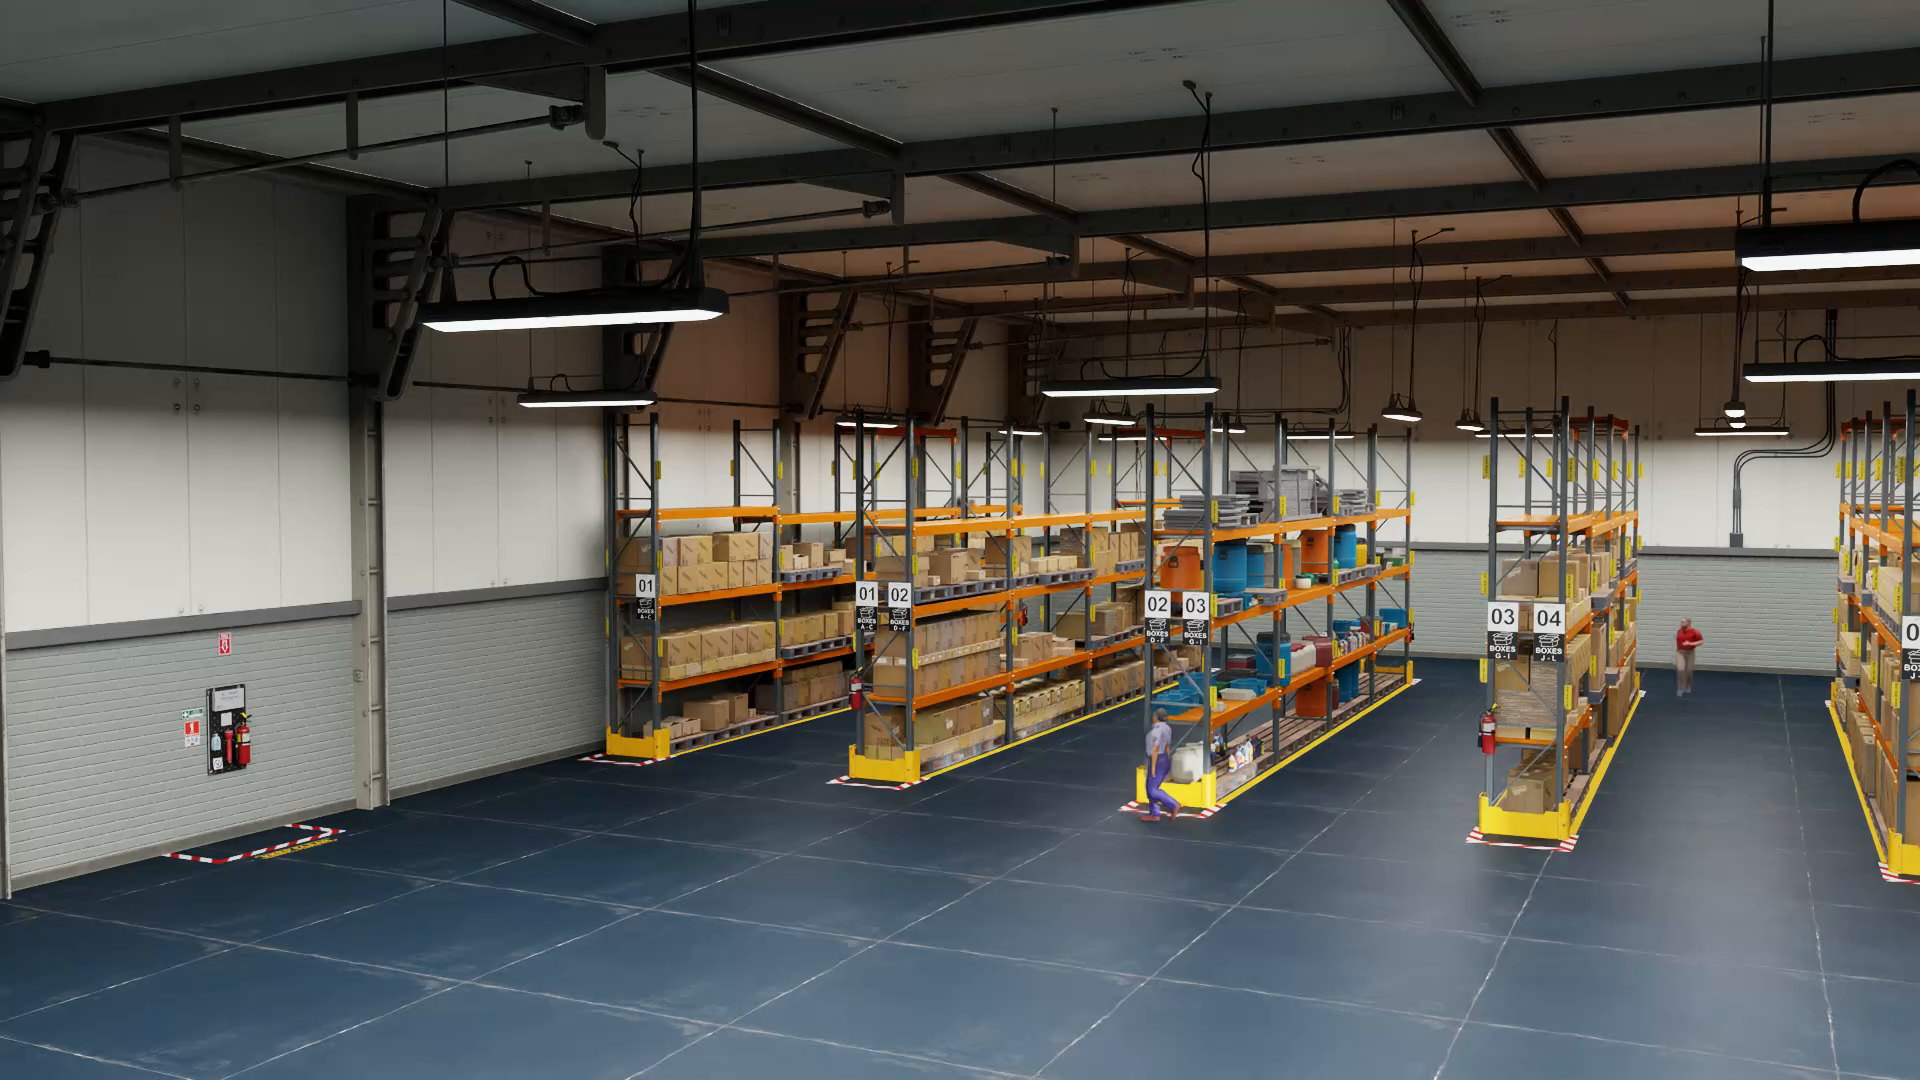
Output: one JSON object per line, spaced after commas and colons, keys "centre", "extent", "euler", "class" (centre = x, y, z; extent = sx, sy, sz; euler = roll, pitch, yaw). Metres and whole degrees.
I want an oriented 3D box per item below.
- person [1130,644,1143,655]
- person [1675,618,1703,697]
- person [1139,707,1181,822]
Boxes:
{"centre": [4.500, 2.316, 42.698], "extent": [0.654, 1.736, 0.929], "euler": [0, 2, 10], "class": "person"}
{"centre": [16.117, 2.571, 36.785], "extent": [0.559, 1.710, 0.993], "euler": [1, 3, 23], "class": "person"}
{"centre": [2.838, 3.183, 23.534], "extent": [0.573, 1.635, 0.488], "euler": [0, 2, 0], "class": "person"}
